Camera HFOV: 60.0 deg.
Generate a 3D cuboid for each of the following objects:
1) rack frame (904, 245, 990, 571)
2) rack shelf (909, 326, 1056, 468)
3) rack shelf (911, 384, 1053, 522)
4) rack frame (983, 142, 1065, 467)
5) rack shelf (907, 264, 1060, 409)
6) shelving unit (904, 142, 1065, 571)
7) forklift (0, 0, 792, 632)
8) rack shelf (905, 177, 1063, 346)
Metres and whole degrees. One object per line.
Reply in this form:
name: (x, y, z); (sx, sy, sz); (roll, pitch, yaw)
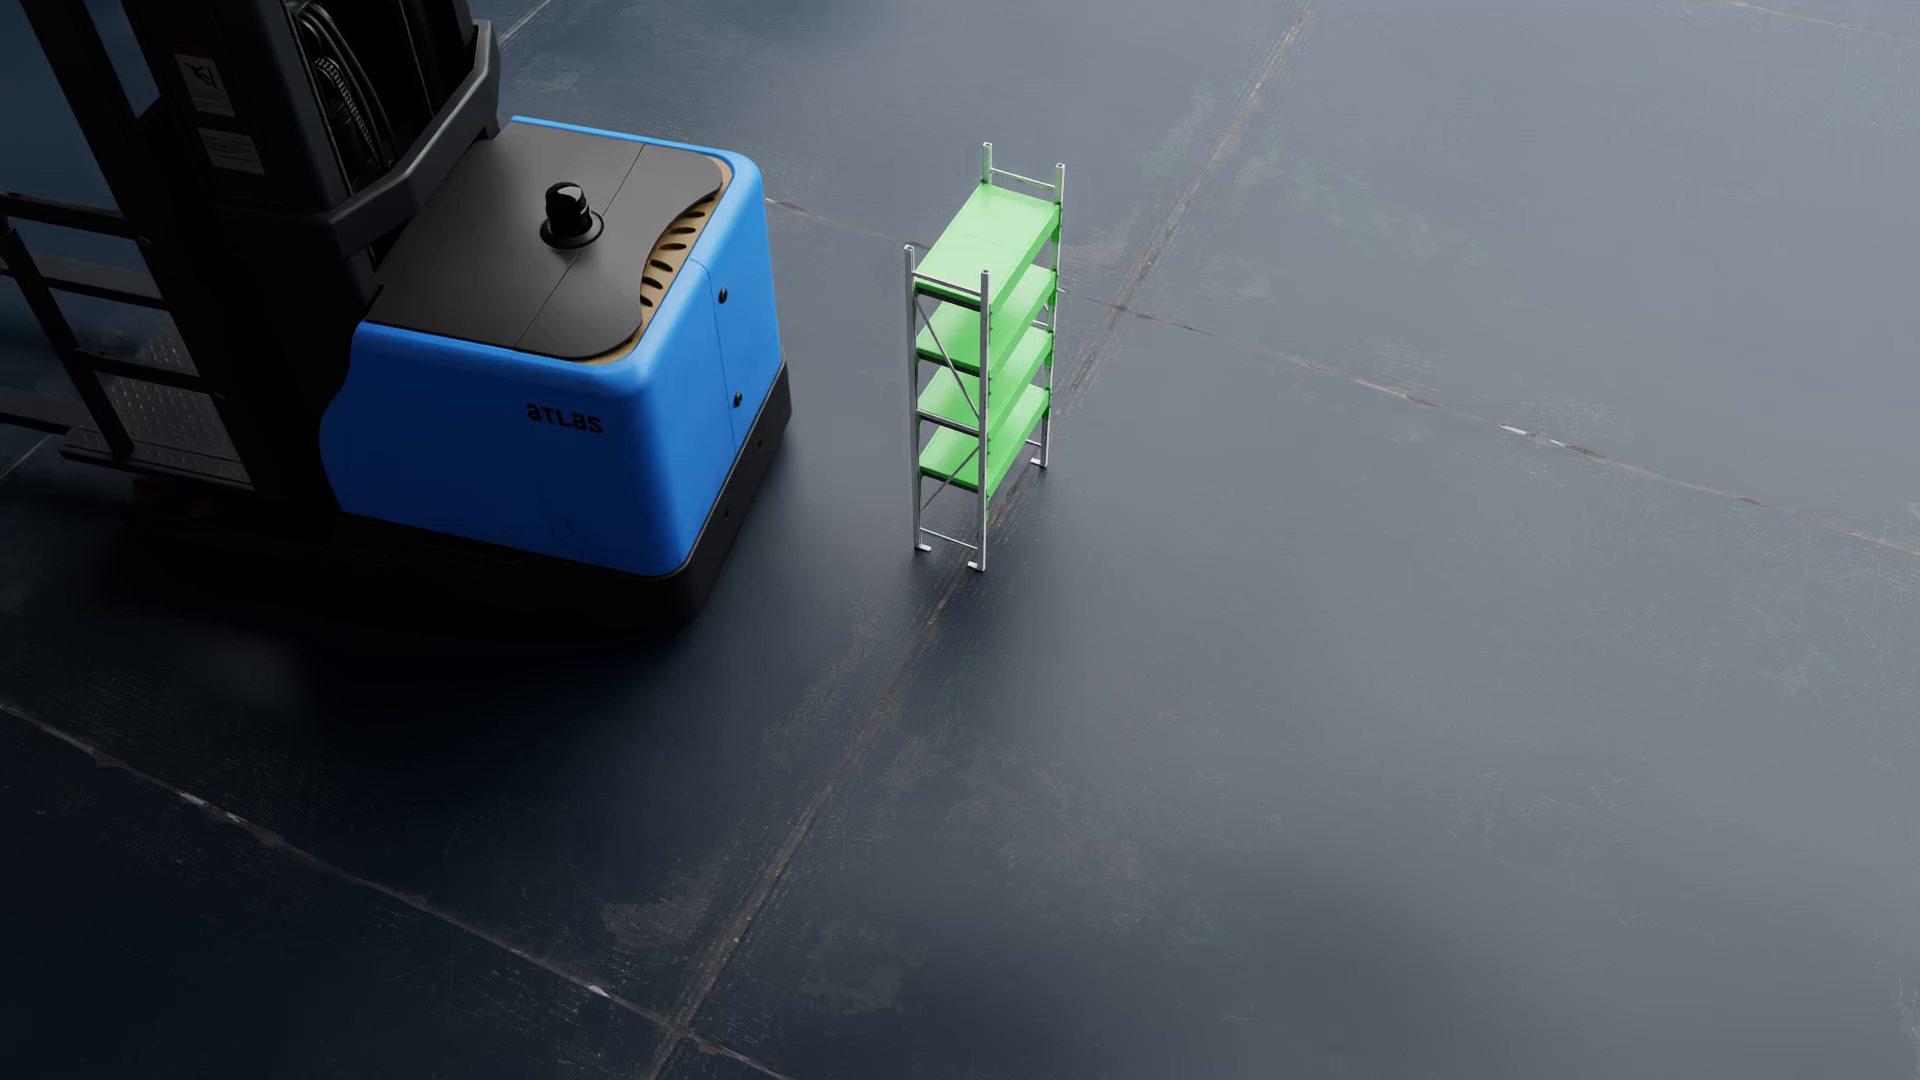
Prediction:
rack frame: (-0.034, -0.335, 4.747); (0.240, 1.200, 0.015); (20, 52, 16)
rack shelf: (0.071, -0.461, 4.939); (0.258, 0.148, 0.480); (20, 52, 16)
rack shelf: (0.071, -0.306, 5.121); (0.258, 0.148, 0.480); (20, 52, 16)
rack frame: (0.175, -0.671, 5.033); (0.240, 1.200, 0.015); (20, 52, 16)
rack shelf: (0.071, -0.617, 4.756); (0.258, 0.148, 0.480); (20, 52, 16)
shelving unit: (0.071, -0.503, 4.890); (0.258, 1.200, 0.503); (20, 52, 16)
forklift: (-2.133, -1.298, 4.430); (3.031, 2.935, 1.130); (12, 51, 10)
rack shelf: (0.071, -0.772, 4.573); (0.258, 0.148, 0.480); (20, 52, 16)
